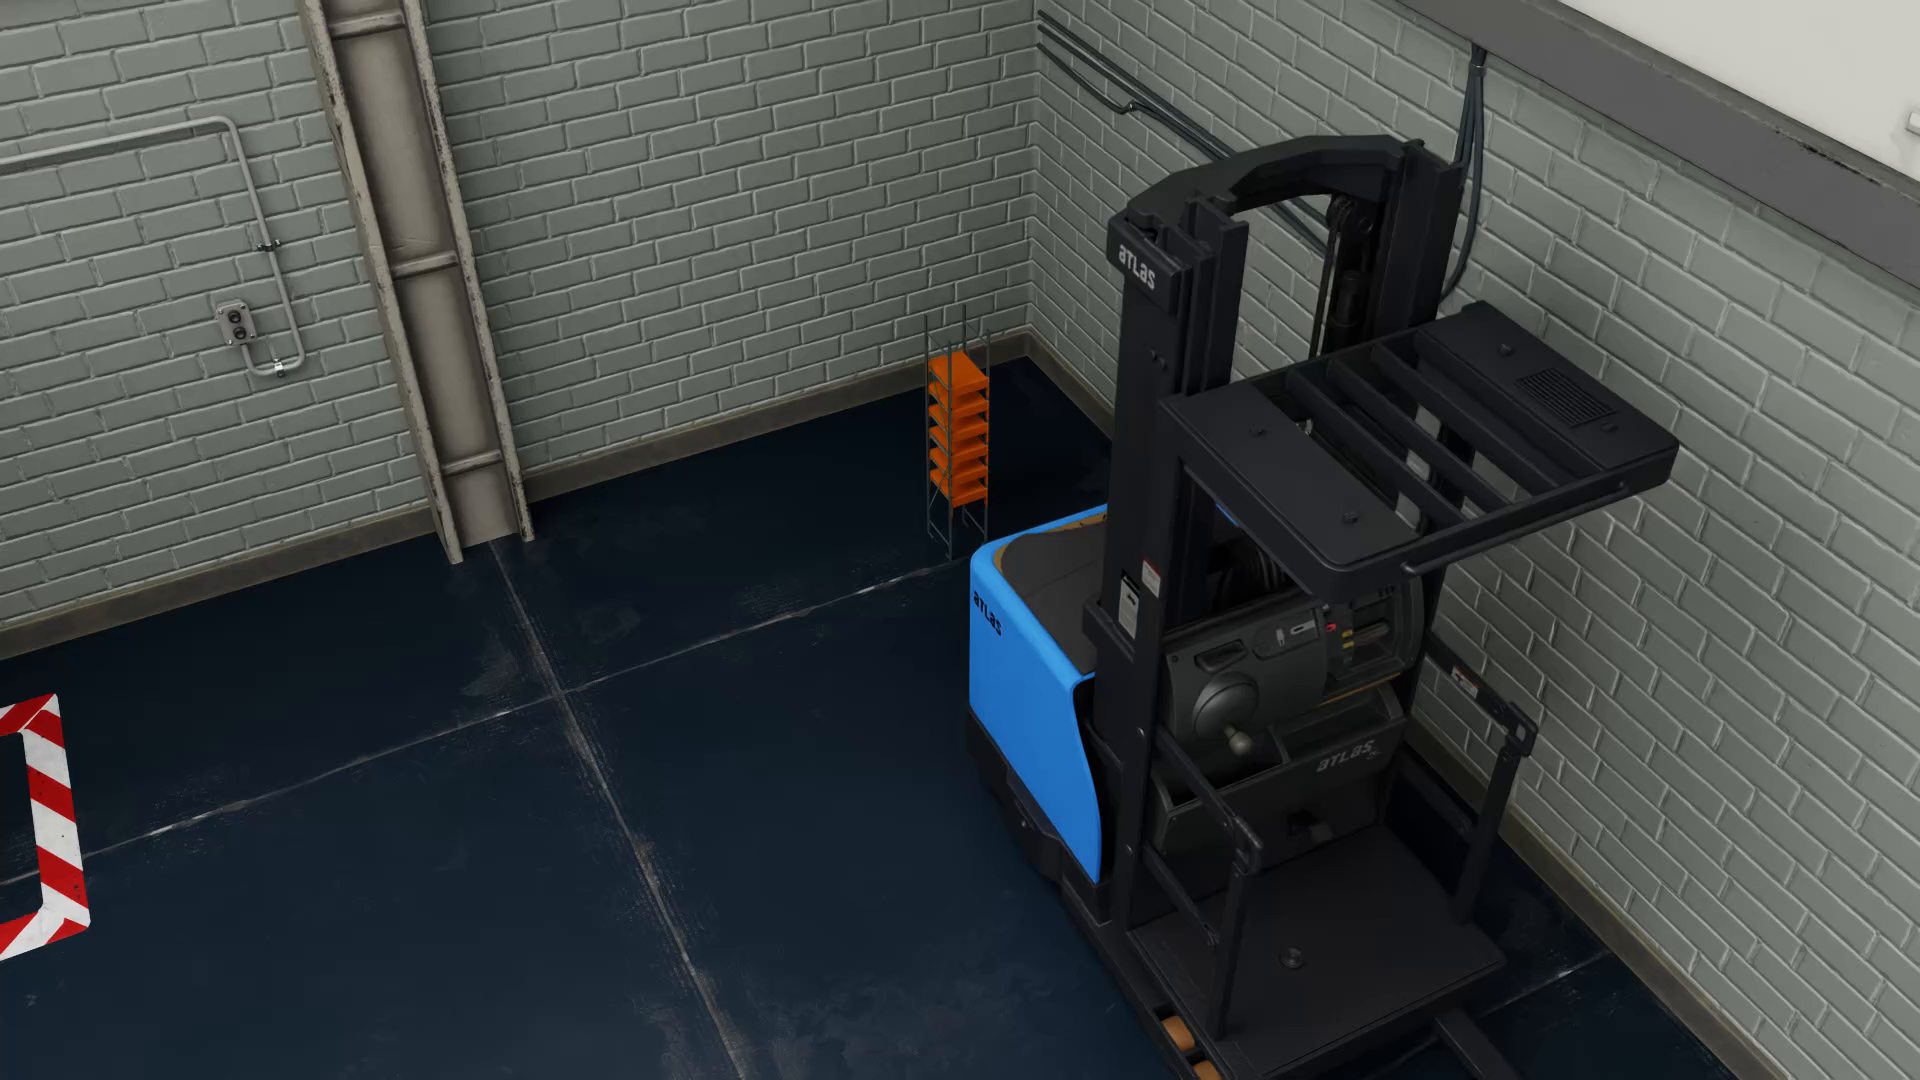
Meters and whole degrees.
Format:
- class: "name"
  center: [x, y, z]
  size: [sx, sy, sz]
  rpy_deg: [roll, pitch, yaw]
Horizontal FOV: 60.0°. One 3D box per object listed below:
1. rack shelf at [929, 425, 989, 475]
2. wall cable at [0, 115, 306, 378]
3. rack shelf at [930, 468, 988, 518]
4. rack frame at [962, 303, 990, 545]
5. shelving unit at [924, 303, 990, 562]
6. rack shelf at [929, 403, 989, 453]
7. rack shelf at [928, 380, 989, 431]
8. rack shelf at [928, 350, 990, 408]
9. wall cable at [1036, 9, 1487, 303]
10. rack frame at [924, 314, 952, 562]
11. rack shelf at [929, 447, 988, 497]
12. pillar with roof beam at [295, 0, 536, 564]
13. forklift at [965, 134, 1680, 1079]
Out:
- class: "rack shelf"
  center: [-0.013, -0.420, 7.375]
  size: [0.180, 0.103, 0.258]
  rpy_deg: [-19, 44, -21]
- class: "wall cable"
  center: [-3.517, -1.190, 6.037]
  size: [1.851, 1.984, 0.084]
  rpy_deg: [-19, 44, -21]
- class: "rack shelf"
  center: [-0.013, -0.237, 7.530]
  size: [0.180, 0.103, 0.258]
  rpy_deg: [-19, 44, -21]
- class: "rack frame"
  center: [0.068, -0.481, 7.378]
  size: [0.006, 1.200, 0.240]
  rpy_deg: [-19, 44, -21]
- class: "shelving unit"
  center: [-0.013, -0.454, 7.346]
  size: [0.189, 1.200, 0.258]
  rpy_deg: [-19, 44, -21]
- class: "rack shelf"
  center: [-0.013, -0.511, 7.297]
  size: [0.180, 0.103, 0.258]
  rpy_deg: [-19, 44, -21]
- class: "rack shelf"
  center: [-0.013, -0.603, 7.220]
  size: [0.180, 0.103, 0.258]
  rpy_deg: [-19, 44, -21]
- class: "rack shelf"
  center: [-0.013, -0.694, 7.142]
  size: [0.180, 0.103, 0.258]
  rpy_deg: [-19, 44, -21]
- class: "wall cable"
  center: [0.966, -2.466, 6.090]
  size: [0.112, 2.526, 3.097]
  rpy_deg: [-19, 44, -21]
- class: "rack frame"
  center: [-0.094, -0.426, 7.314]
  size: [0.006, 1.200, 0.240]
  rpy_deg: [-19, 44, -21]
- class: "rack shelf"
  center: [-0.013, -0.328, 7.452]
  size: [0.180, 0.103, 0.258]
  rpy_deg: [-19, 44, -21]
- class: "pillar with roof beam"
  center: [-0.232, -1.003, 1.958]
  size: [0.400, 9.000, 9.100]
  rpy_deg: [-19, 44, -21]
- class: "forklift"
  center: [1.134, 0.439, 4.952]
  size: [1.130, 2.935, 3.031]
  rpy_deg: [-18, 43, -20]
